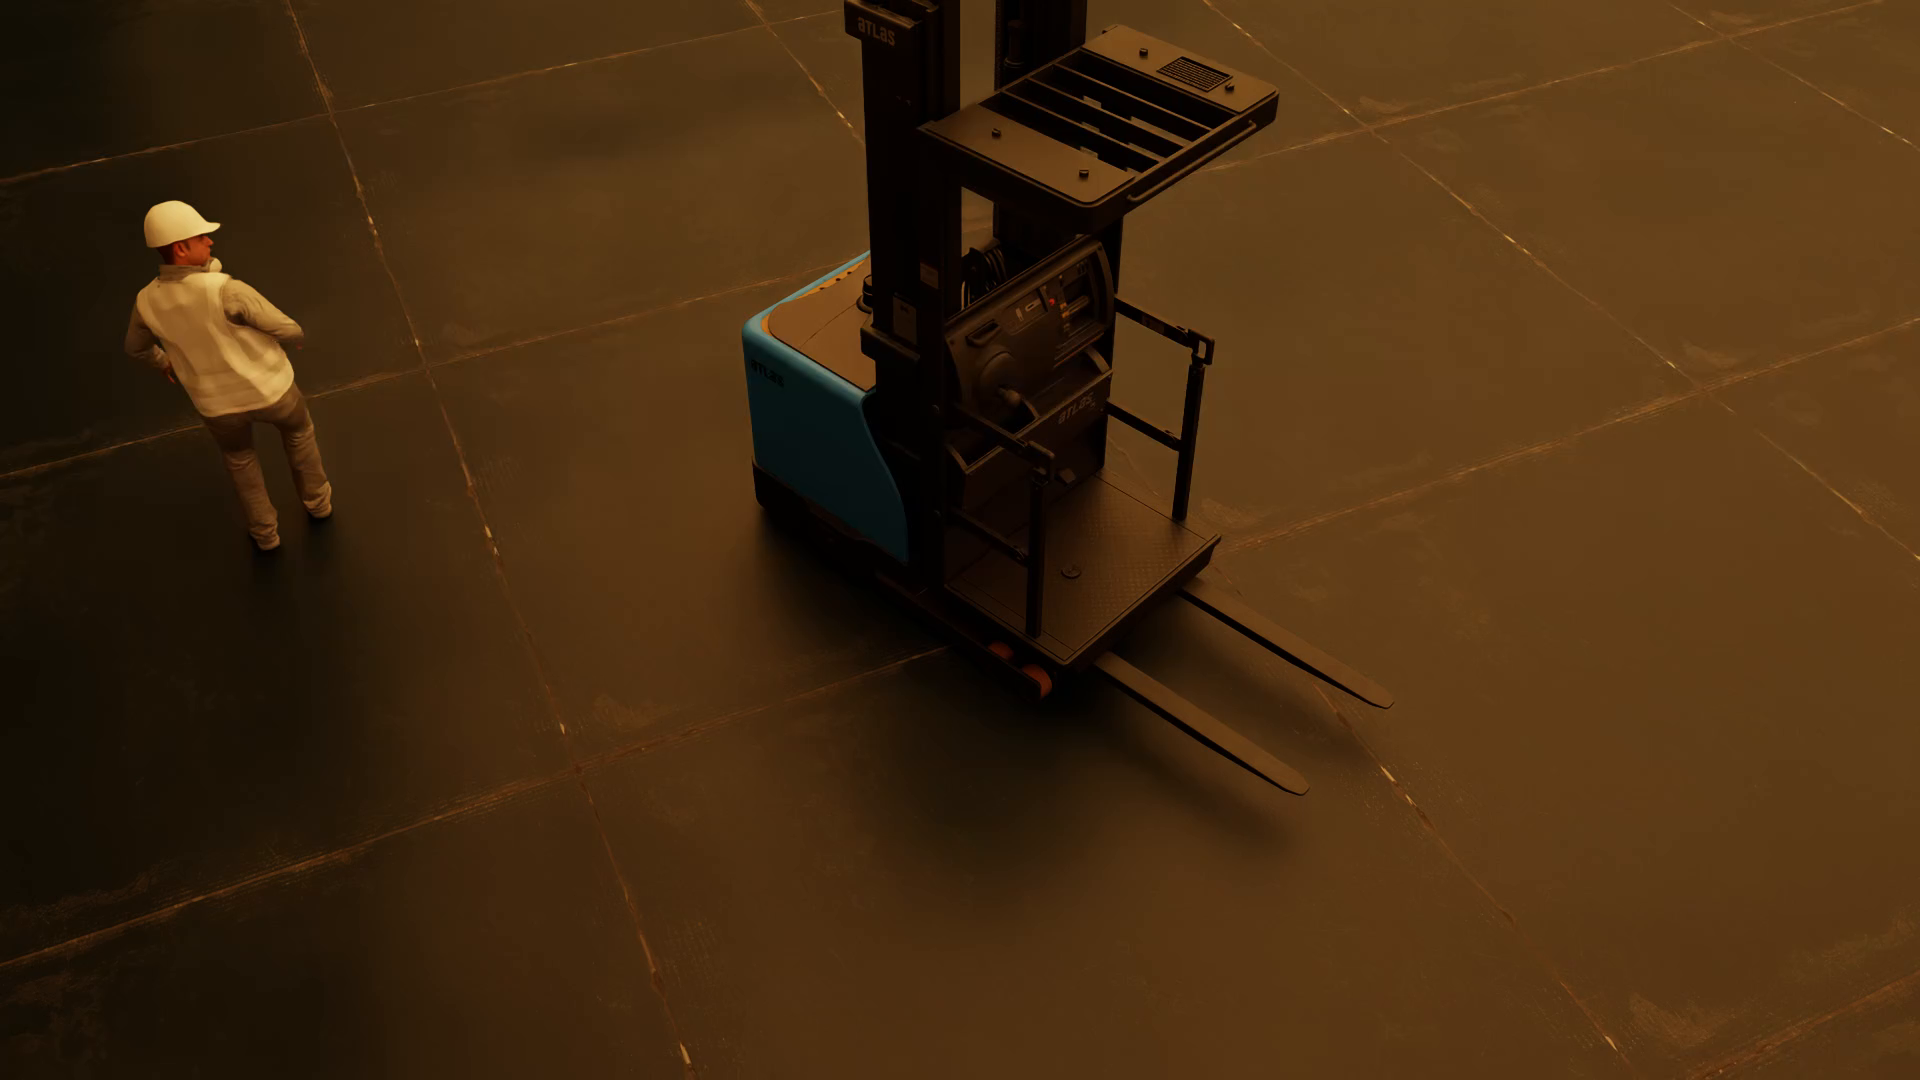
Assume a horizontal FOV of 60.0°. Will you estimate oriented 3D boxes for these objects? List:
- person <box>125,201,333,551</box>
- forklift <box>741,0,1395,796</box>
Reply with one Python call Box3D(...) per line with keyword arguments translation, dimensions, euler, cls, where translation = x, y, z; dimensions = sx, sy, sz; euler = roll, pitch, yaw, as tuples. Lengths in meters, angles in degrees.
Box3D(translation=(-3.217, -0.714, 7.346), dimensions=(0.745, 1.727, 0.522), euler=(-8, 44, -8), cls="person")
Box3D(translation=(0.445, -0.788, 6.525), dimensions=(3.031, 2.935, 1.130), euler=(32, 52, 30), cls="forklift")
